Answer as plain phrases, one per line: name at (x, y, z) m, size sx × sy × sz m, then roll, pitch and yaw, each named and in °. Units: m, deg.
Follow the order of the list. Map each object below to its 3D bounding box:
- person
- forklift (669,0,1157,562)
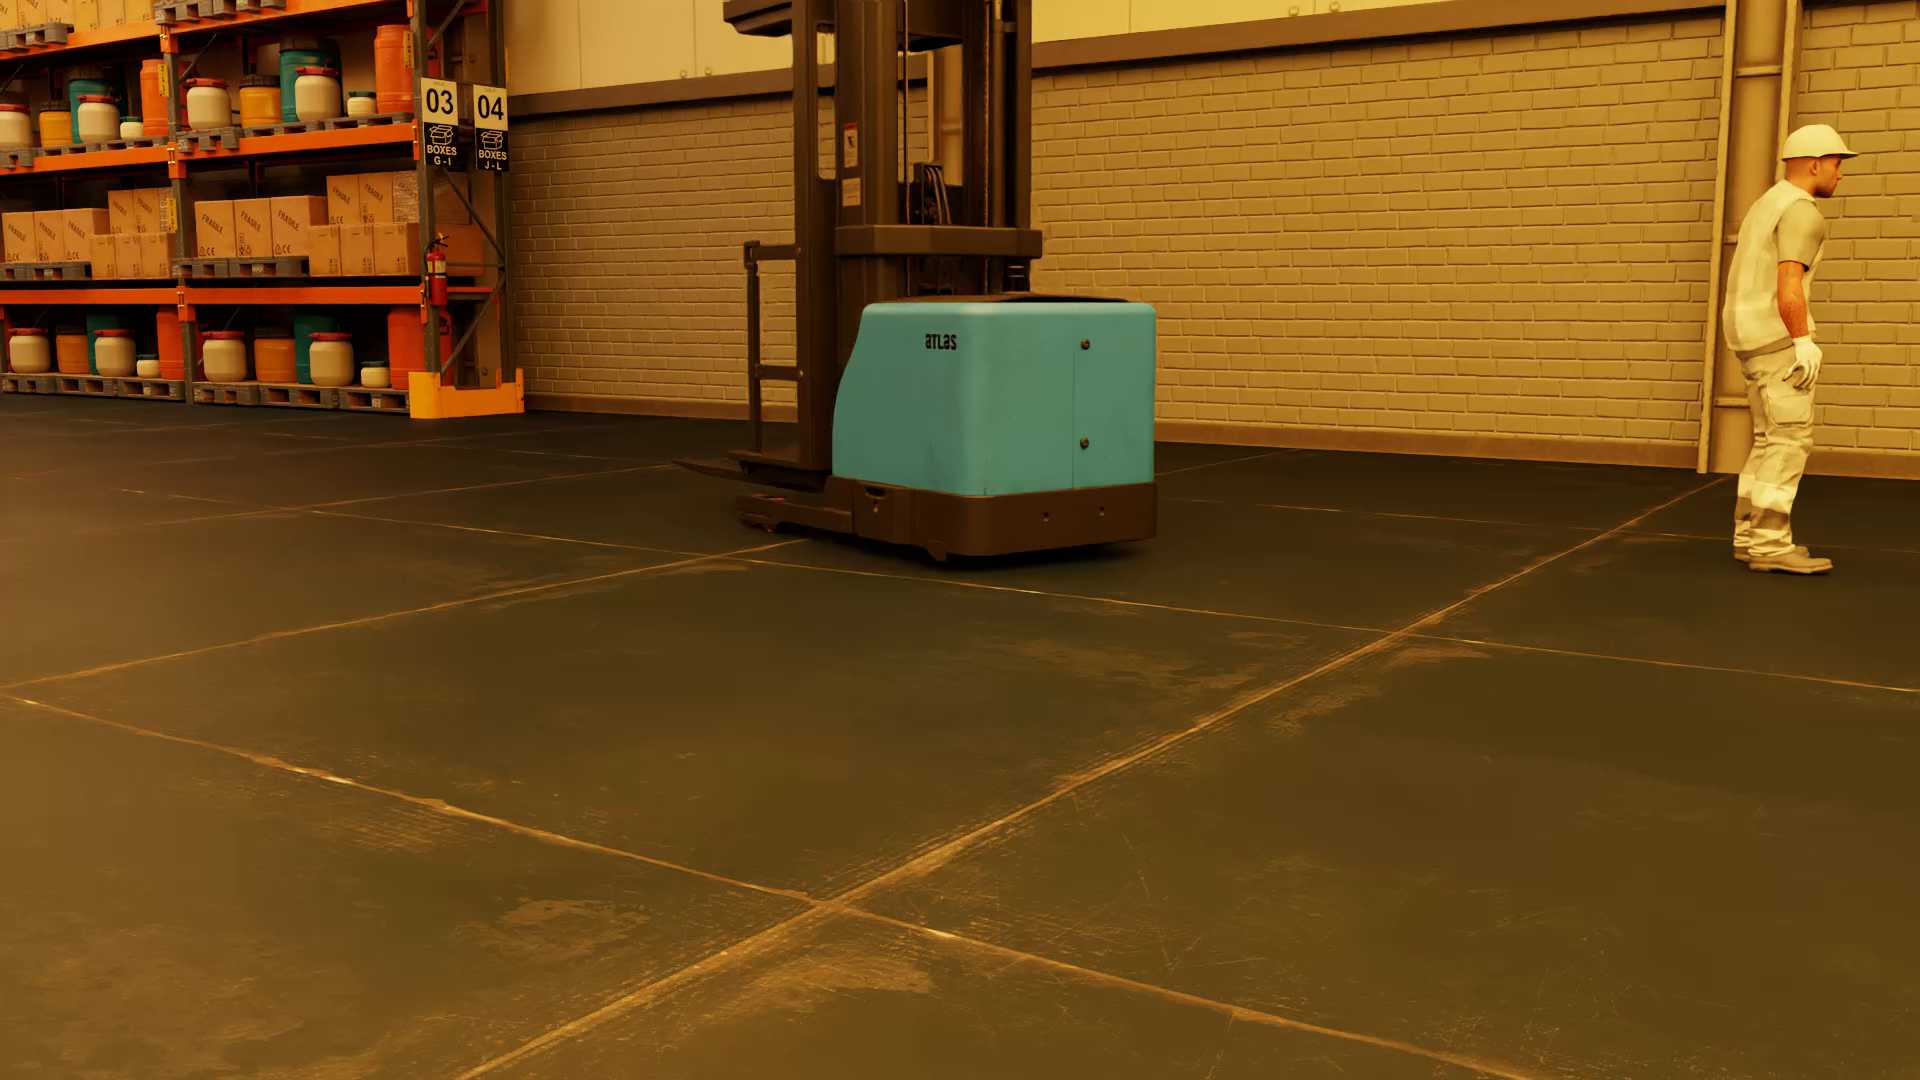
person at (3.347, -0.773, 6.739) m, size 0.451 × 1.777 × 0.597 m, roll 2°, pitch 8°, yaw 12°
forklift at (-0.425, -1.524, 7.911) m, size 1.130 × 2.935 × 3.031 m, roll -6°, pitch 10°, yaw -36°
